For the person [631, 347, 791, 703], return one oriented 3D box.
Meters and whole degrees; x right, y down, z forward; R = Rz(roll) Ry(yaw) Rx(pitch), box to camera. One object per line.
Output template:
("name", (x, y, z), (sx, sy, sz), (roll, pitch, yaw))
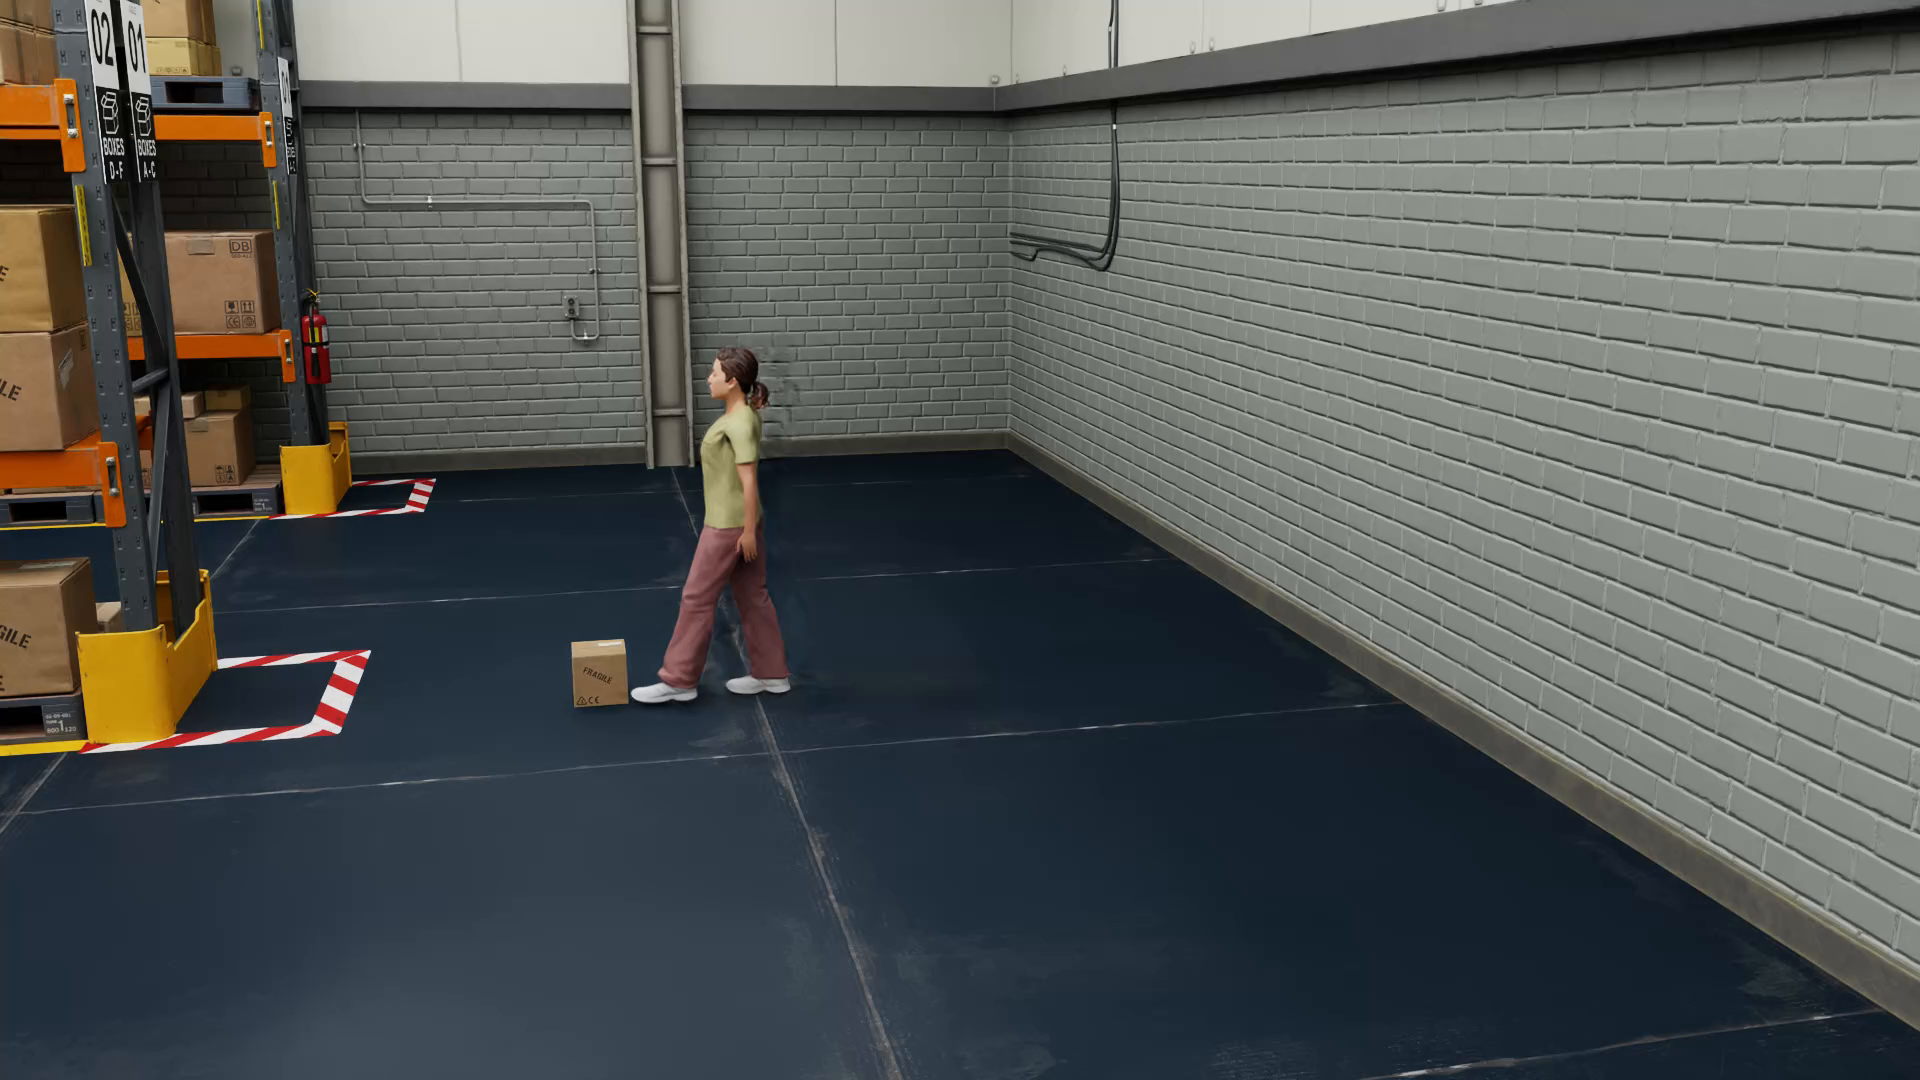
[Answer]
("person", (-1.175, -0.070, 7.758), (0.735, 1.656, 0.447), (0, 13, 0))
